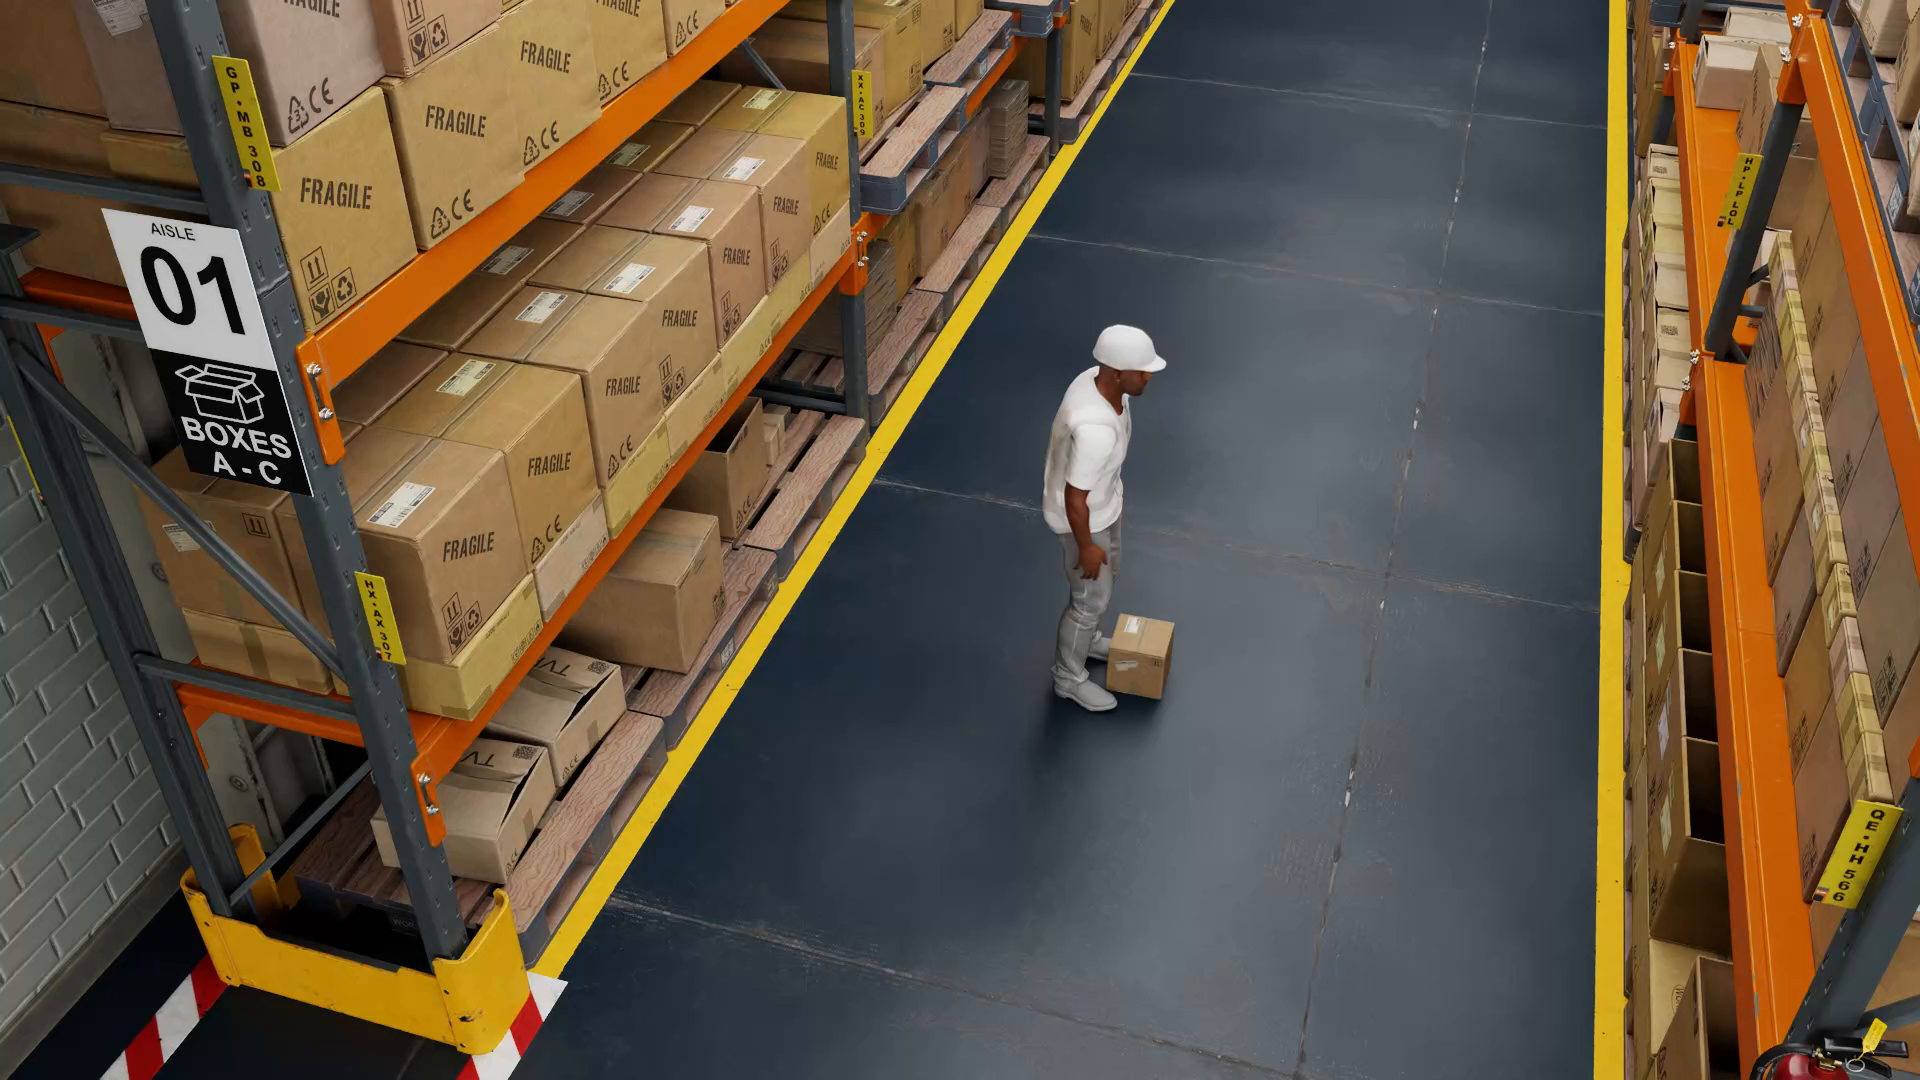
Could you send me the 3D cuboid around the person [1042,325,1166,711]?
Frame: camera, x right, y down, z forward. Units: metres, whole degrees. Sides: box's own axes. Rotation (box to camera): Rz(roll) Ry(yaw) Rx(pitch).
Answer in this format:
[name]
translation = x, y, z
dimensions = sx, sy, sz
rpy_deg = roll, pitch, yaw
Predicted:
[person]
translation = 0.583, -0.121, 7.040
dimensions = 0.460, 1.759, 0.629
rpy_deg = 9, 38, 11
